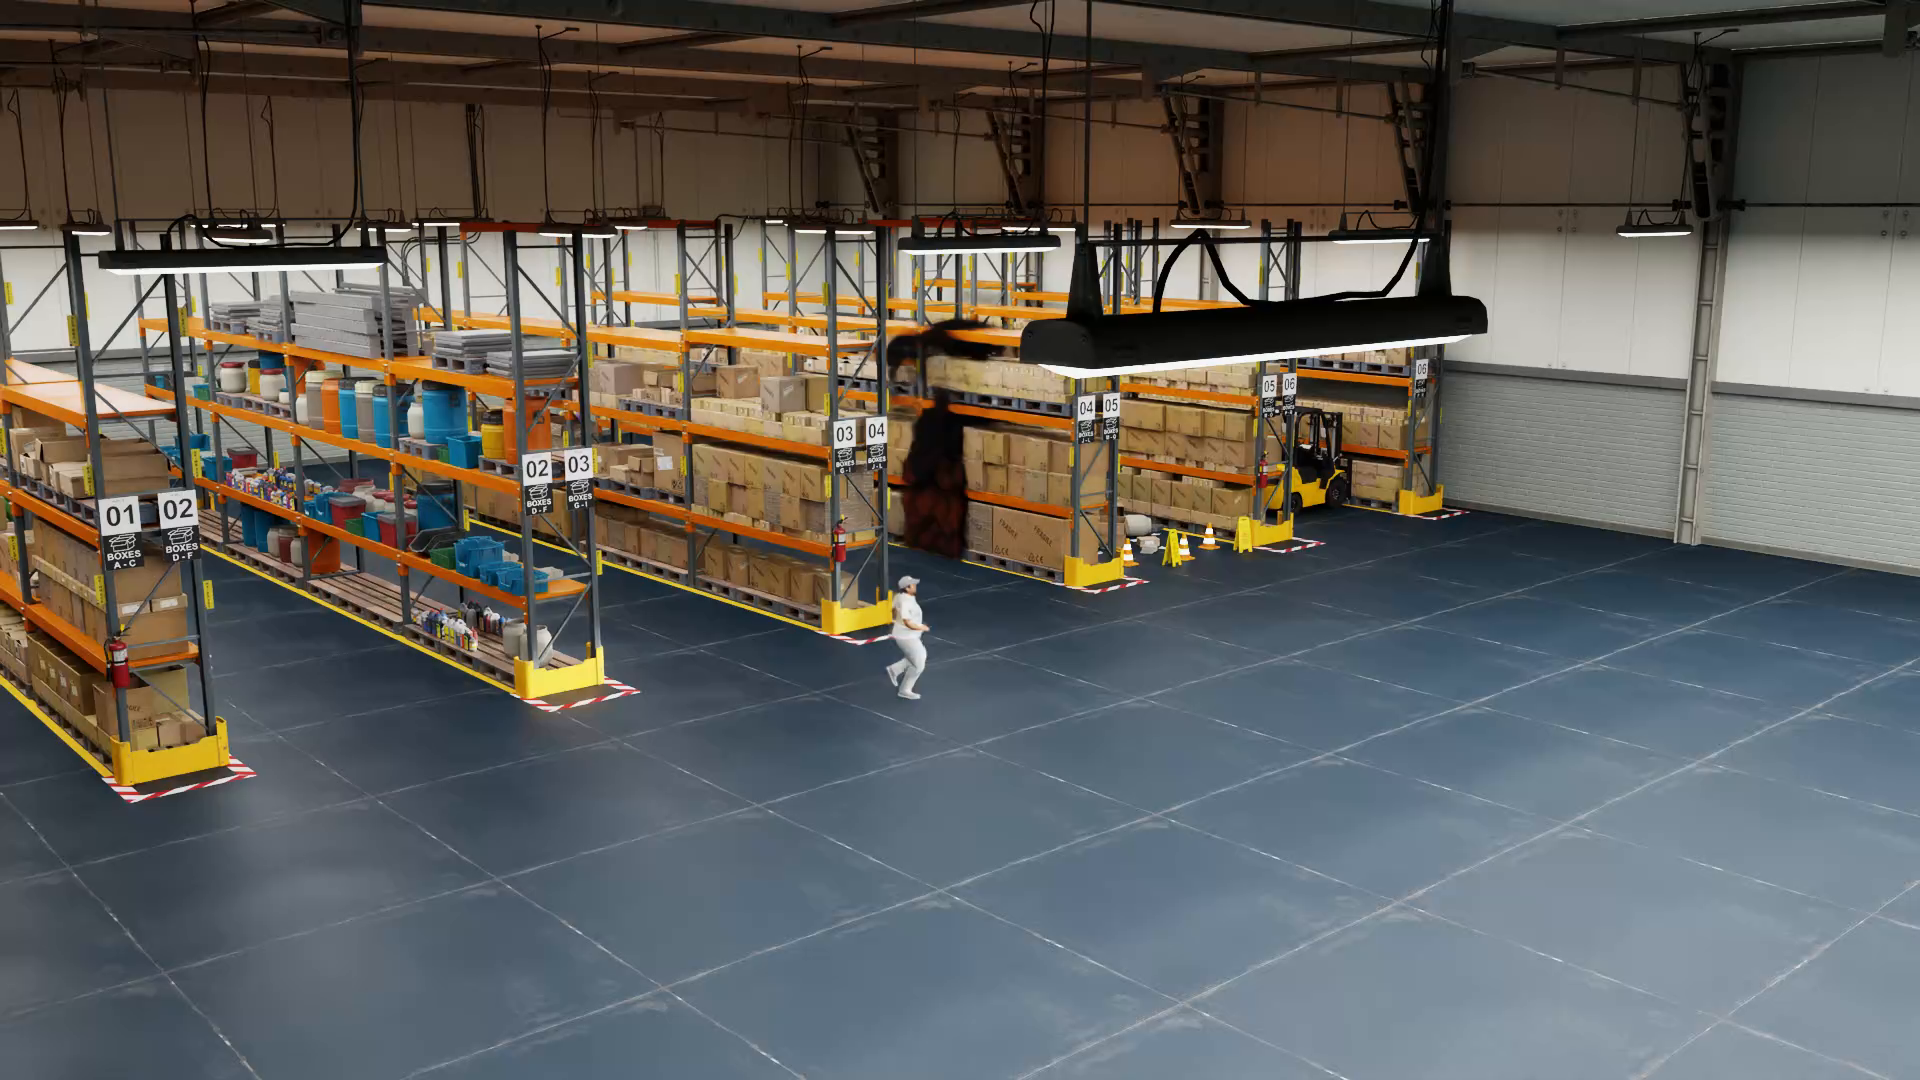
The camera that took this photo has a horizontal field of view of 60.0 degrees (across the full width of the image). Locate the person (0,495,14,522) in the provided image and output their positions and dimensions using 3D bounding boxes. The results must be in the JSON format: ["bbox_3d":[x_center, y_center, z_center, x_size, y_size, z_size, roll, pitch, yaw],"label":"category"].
[{"bbox_3d":[-18.082,-0.836,31.434,0.933,1.793,0.669,4,12,20],"label":"person"}]

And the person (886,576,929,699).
[{"bbox_3d":[-0.674,1.260,21.568,0.535,1.632,0.662,-2,12,-12],"label":"person"}]

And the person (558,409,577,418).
[{"bbox_3d":[-9.548,-2.549,40.351,0.776,1.673,0.555,7,13,30],"label":"person"}]
